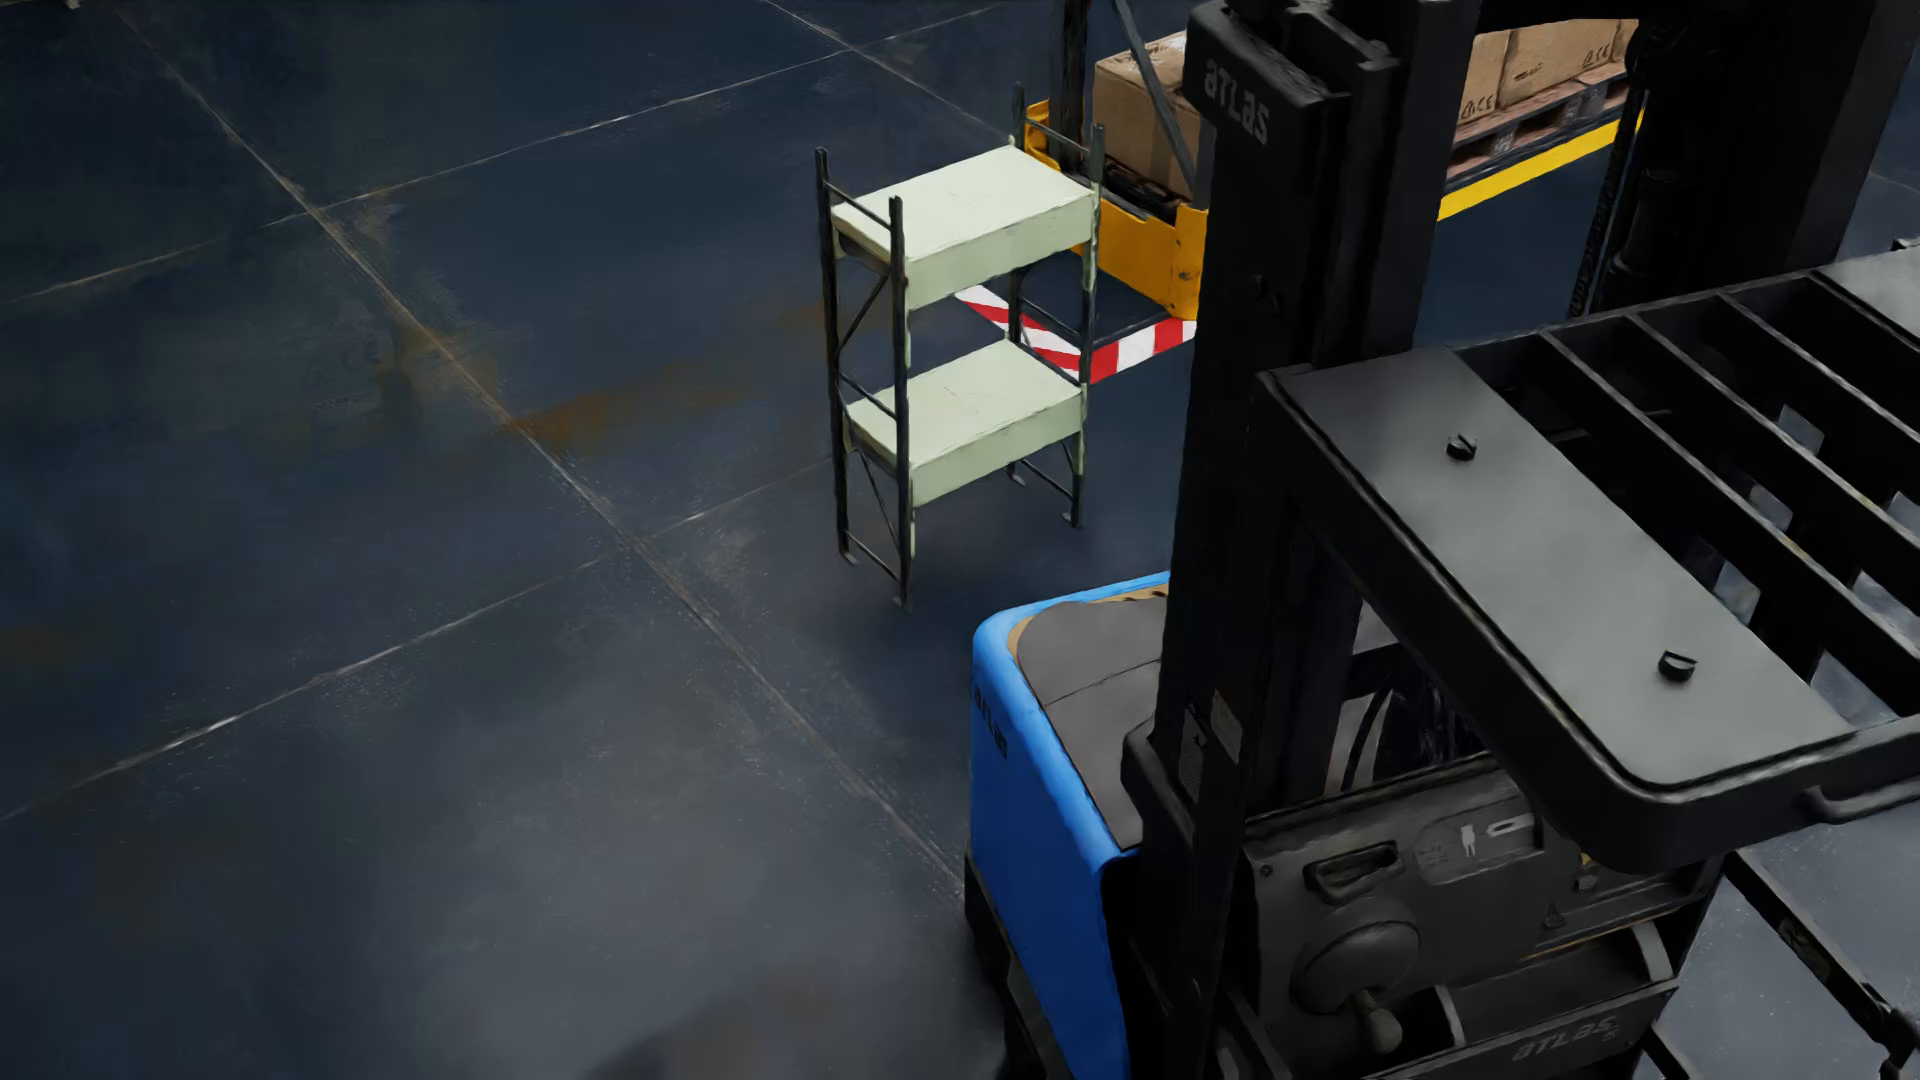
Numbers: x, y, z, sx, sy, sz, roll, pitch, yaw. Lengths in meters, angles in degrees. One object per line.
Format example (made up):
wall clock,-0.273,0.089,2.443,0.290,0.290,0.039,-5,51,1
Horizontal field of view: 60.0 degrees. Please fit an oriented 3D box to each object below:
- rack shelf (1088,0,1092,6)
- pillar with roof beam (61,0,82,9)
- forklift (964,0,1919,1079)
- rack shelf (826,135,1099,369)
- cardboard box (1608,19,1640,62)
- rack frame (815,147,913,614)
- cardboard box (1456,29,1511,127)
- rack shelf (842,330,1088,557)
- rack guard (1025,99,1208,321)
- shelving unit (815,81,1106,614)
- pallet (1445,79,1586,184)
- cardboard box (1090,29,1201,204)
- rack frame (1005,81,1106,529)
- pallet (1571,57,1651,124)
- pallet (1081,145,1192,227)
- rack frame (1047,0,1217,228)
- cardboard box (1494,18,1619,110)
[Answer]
rack shelf,2.322,-2.909,7.498,4.000,0.370,1.077,-26,46,-28
pillar with roof beam,-2.355,-4.475,4.110,0.400,9.000,9.100,-26,46,-28
forklift,0.981,0.652,2.644,1.130,2.935,3.031,-13,41,-15
rack shelf,0.005,-0.884,5.030,0.720,0.370,0.431,-26,46,-28
cardboard box,3.345,-2.943,8.662,0.875,0.438,0.875,-27,46,-29
rack frame,-0.285,-0.441,5.105,0.023,1.500,0.400,-26,46,-28
cardboard box,1.919,-2.249,7.816,0.875,0.438,0.875,-25,45,-27
rack shelf,0.005,-0.330,5.484,0.720,0.370,0.431,-26,46,-28
rack guard,0.717,-1.439,7.109,0.348,0.500,1.175,-26,46,-28
shelving unit,0.005,-0.582,5.277,0.755,1.500,0.431,-26,46,-28
pallet,2.289,-2.153,8.209,1.213,0.211,1.003,-26,46,-28
cardboard box,1.199,-1.891,7.380,0.875,0.438,0.875,-28,47,-29
rack frame,0.295,-0.724,5.450,0.023,1.500,0.400,-26,46,-28
pallet,3.257,-2.627,8.787,1.213,0.211,1.003,-26,46,-28
pallet,1.323,-1.684,7.637,1.213,0.211,1.003,-26,46,-28
rack frame,0.736,-2.414,6.328,0.127,3.000,1.000,-26,46,-28
cardboard box,2.635,-2.597,8.240,0.875,0.438,0.875,-27,47,-29
